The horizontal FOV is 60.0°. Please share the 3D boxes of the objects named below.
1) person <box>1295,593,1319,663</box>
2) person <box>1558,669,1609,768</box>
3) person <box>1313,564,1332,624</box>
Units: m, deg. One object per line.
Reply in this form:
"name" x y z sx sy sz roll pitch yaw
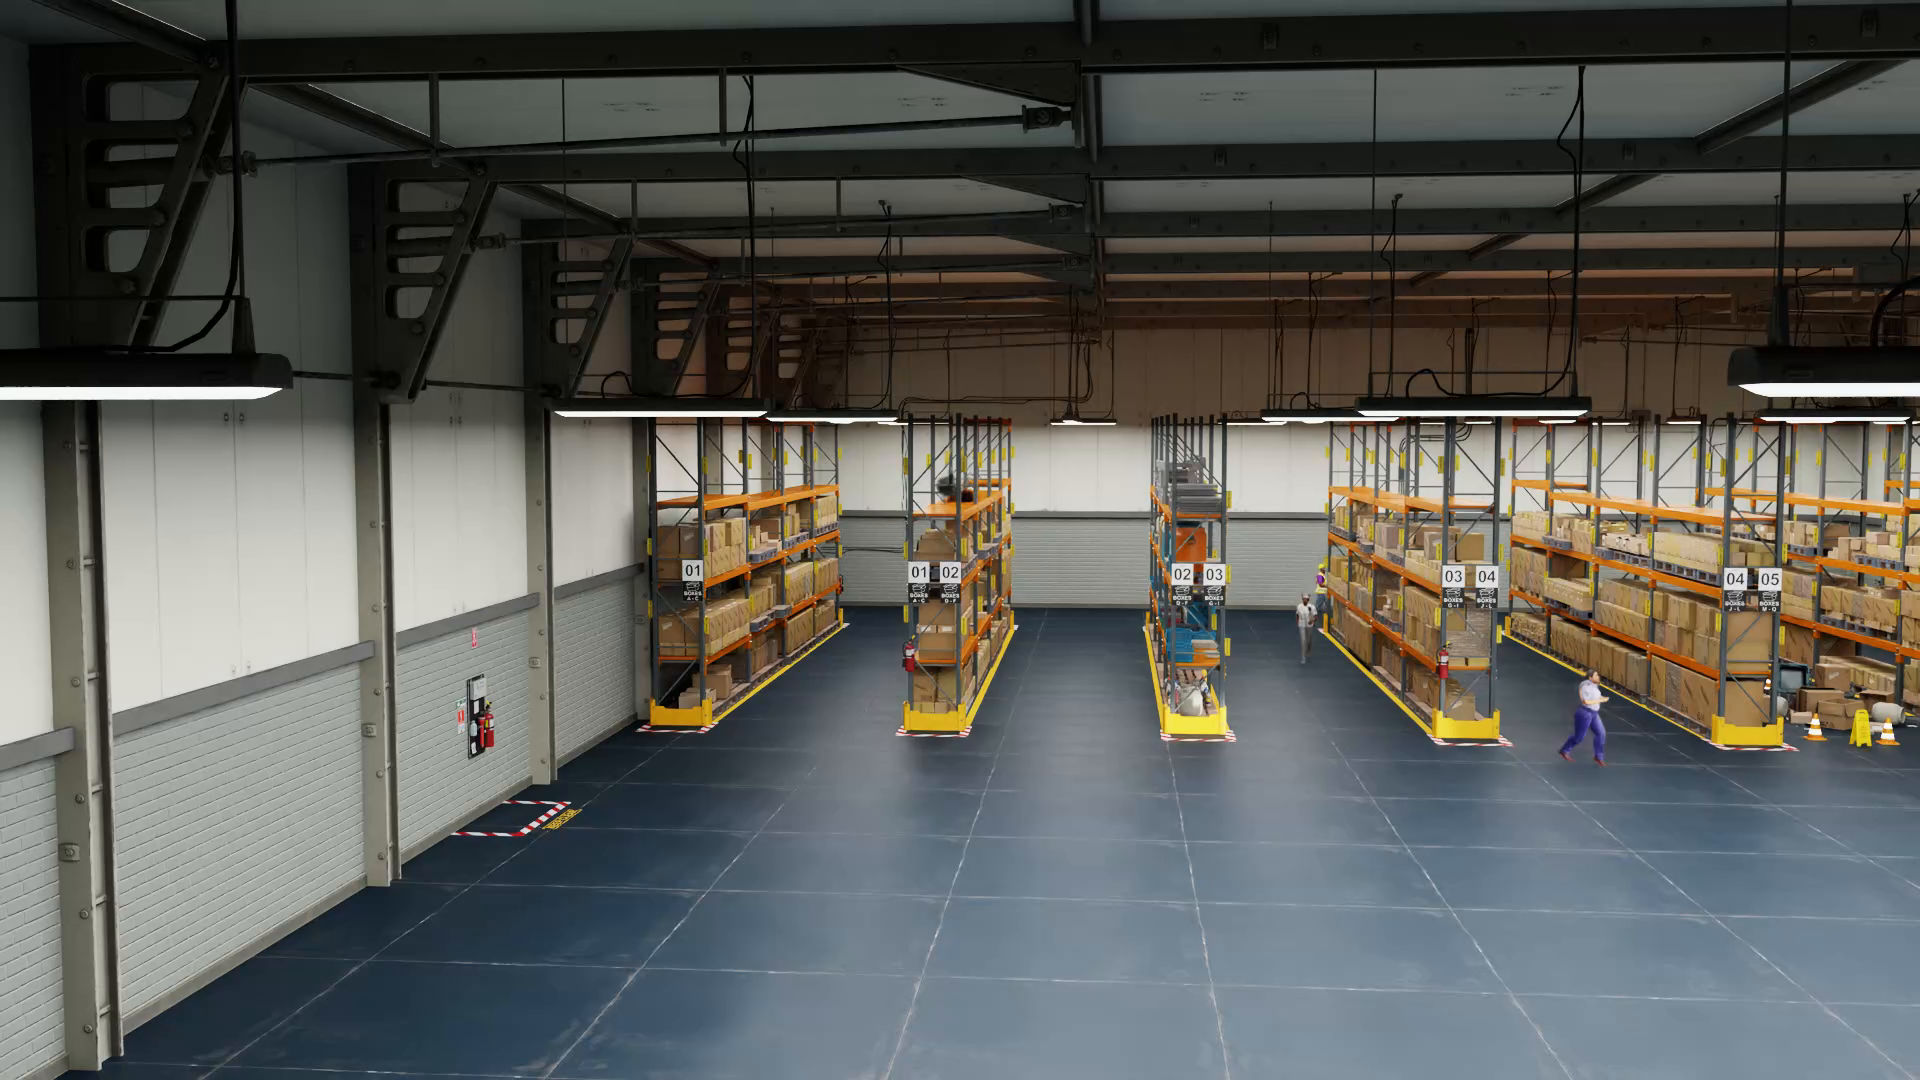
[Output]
"person" 8.460 2.124 40.581 0.573 1.696 0.859 1 4 14
"person" 10.568 3.027 28.160 0.838 1.725 0.591 4 5 42
"person" 10.476 1.594 48.220 0.787 1.834 0.720 2 4 28
